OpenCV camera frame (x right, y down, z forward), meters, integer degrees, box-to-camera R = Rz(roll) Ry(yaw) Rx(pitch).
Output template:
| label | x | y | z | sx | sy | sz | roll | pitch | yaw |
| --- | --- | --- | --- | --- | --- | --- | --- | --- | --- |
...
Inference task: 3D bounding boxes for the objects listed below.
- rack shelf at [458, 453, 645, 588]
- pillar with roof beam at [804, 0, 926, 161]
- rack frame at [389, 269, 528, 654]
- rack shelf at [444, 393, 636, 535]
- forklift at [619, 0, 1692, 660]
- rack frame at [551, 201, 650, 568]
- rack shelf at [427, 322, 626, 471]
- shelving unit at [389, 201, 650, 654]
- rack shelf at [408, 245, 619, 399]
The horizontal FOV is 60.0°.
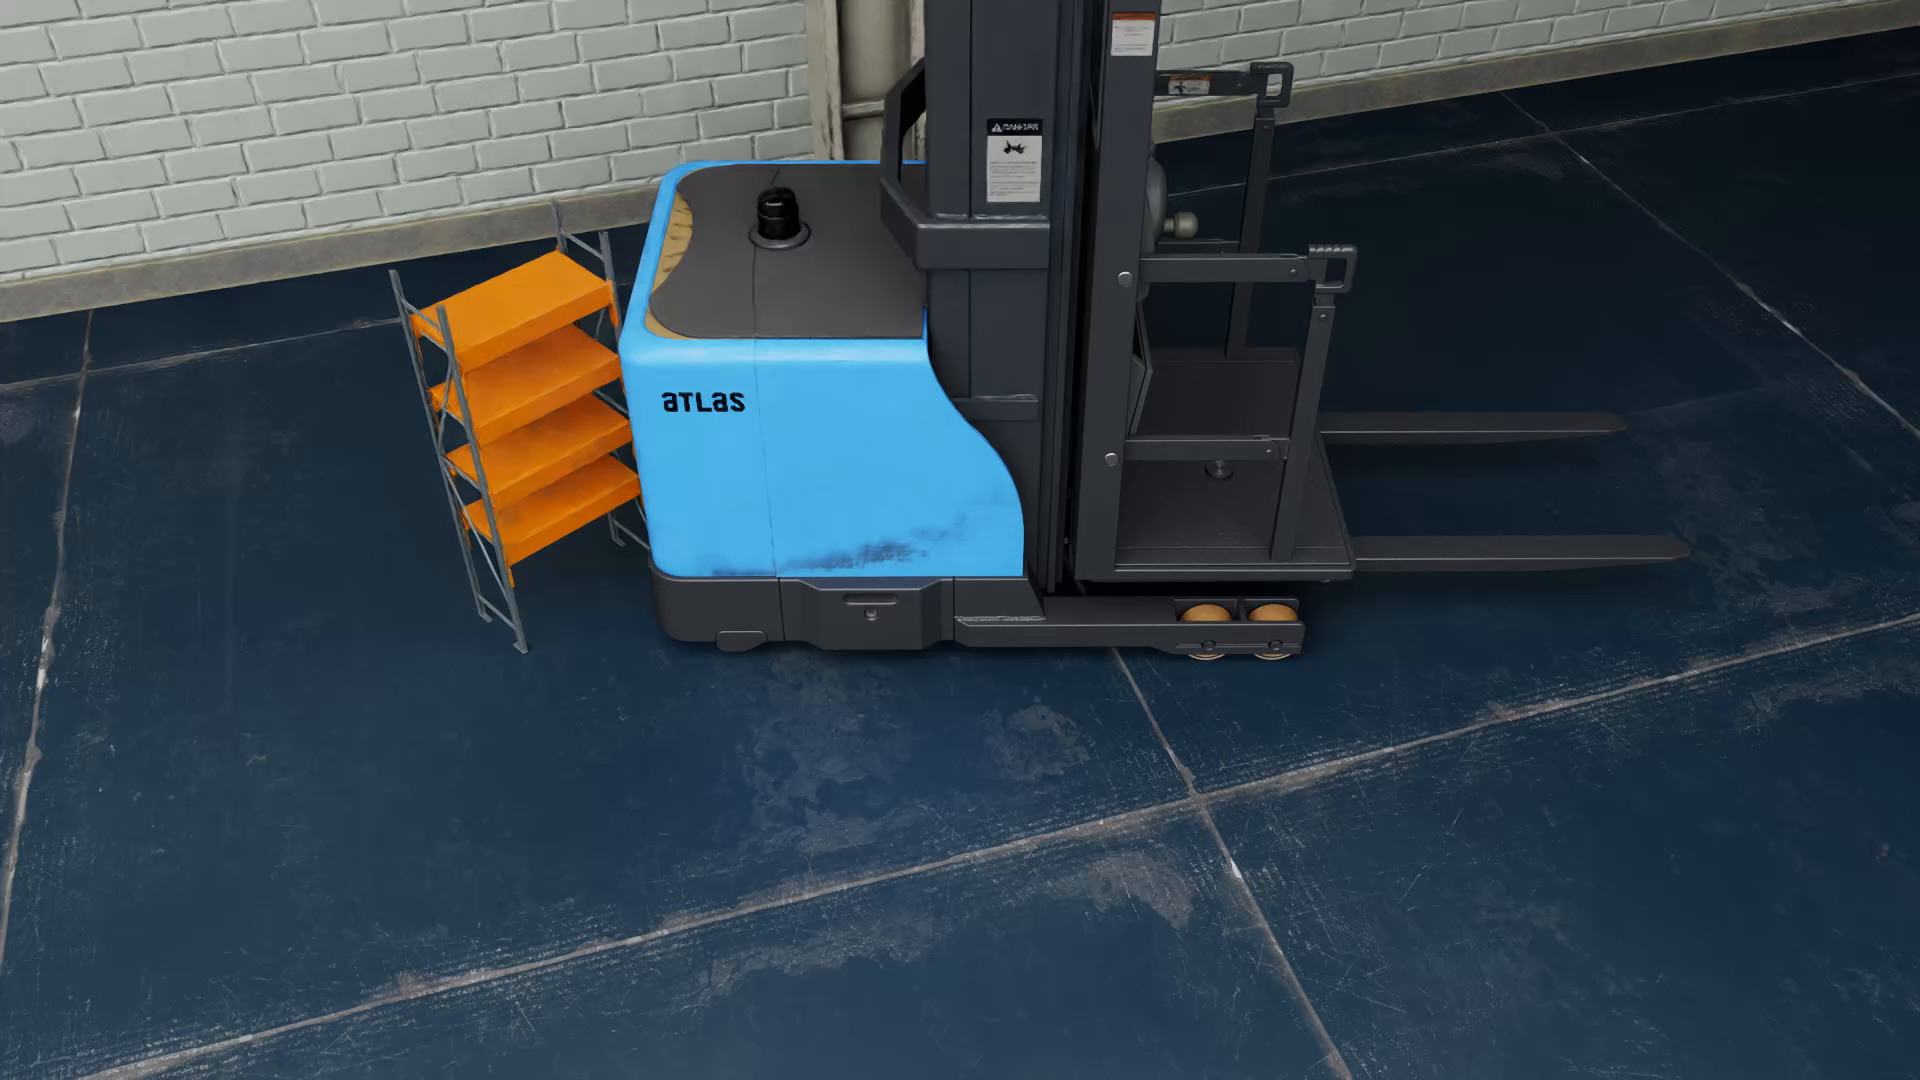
| label | x | y | z | sx | sy | sz | roll | pitch | yaw |
| --- | --- | --- | --- | --- | --- | --- | --- | --- | --- |
| rack shelf | -1.182 | -0.088 | 4.843 | 0.480 | 0.148 | 0.258 | -33 | 51 | -32 |
| pillar with roof beam | 0.931 | -2.075 | 0.786 | 0.400 | 9.000 | 9.100 | -12 | 42 | -13 |
| rack frame | -1.355 | -0.175 | 4.539 | 0.015 | 1.200 | 0.240 | -33 | 51 | -32 |
| rack shelf | -1.182 | -0.238 | 4.713 | 0.480 | 0.148 | 0.258 | -33 | 51 | -32 |
| forklift | 0.626 | -1.106 | 4.288 | 3.031 | 2.935 | 1.130 | 0 | 41 | 0 |
| rack frame | -1.010 | -0.402 | 4.798 | 0.015 | 1.200 | 0.240 | -33 | 51 | -32 |
| rack shelf | -1.182 | -0.406 | 4.566 | 0.480 | 0.148 | 0.258 | -33 | 51 | -32 |
| shelving unit | -1.182 | -0.289 | 4.668 | 0.503 | 1.200 | 0.258 | -33 | 51 | -32 |
| rack shelf | -1.182 | -0.585 | 4.410 | 0.480 | 0.148 | 0.258 | -33 | 51 | -32 |
